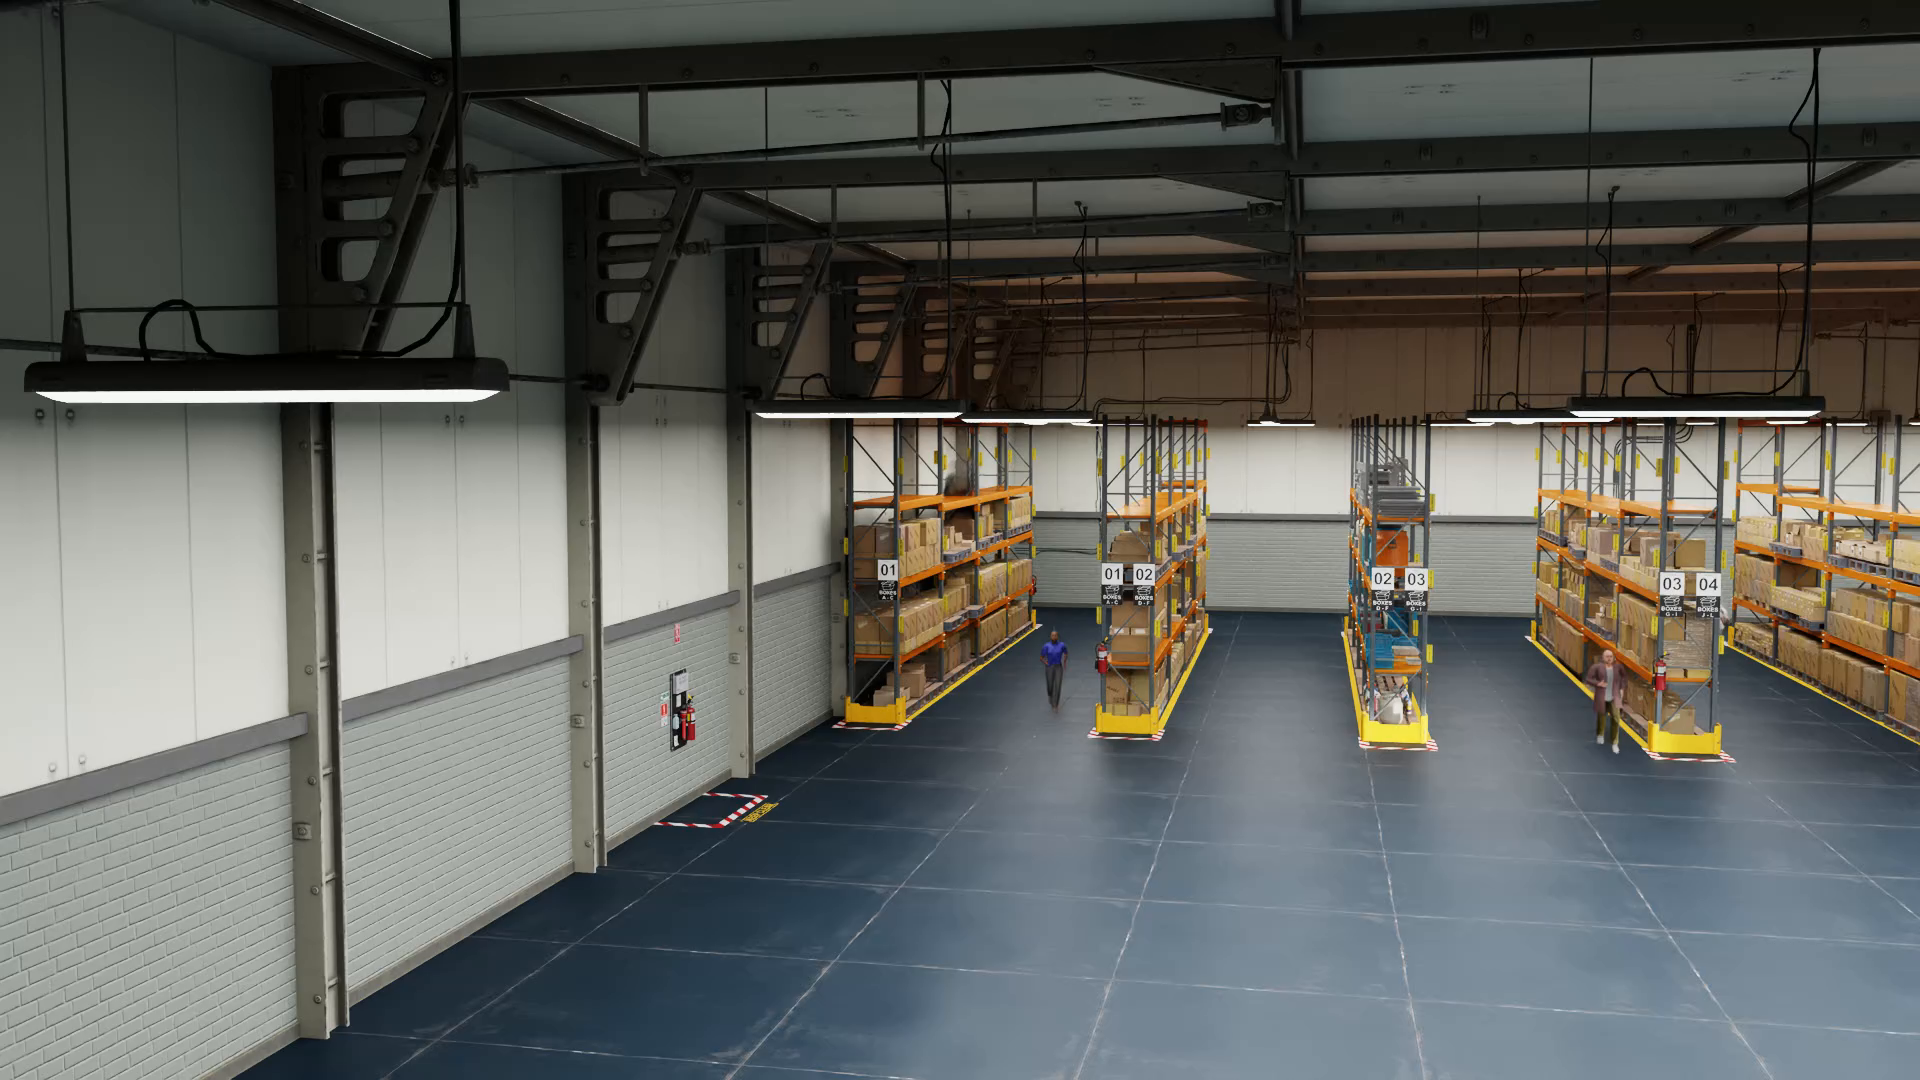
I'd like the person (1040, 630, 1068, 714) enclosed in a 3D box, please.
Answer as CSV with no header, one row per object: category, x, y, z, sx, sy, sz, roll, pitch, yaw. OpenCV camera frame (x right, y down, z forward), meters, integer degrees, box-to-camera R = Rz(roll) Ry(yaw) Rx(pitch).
person,1.918,2.655,33.815,0.579,1.650,0.851,0,4,1

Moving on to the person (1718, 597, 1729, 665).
person,18.421,2.192,40.512,0.588,1.661,0.774,1,4,13

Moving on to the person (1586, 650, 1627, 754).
person,11.568,2.862,29.770,0.733,1.816,0.997,1,4,11

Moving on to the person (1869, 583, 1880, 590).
person,24.614,1.928,44.654,0.870,1.696,0.584,1,4,19
